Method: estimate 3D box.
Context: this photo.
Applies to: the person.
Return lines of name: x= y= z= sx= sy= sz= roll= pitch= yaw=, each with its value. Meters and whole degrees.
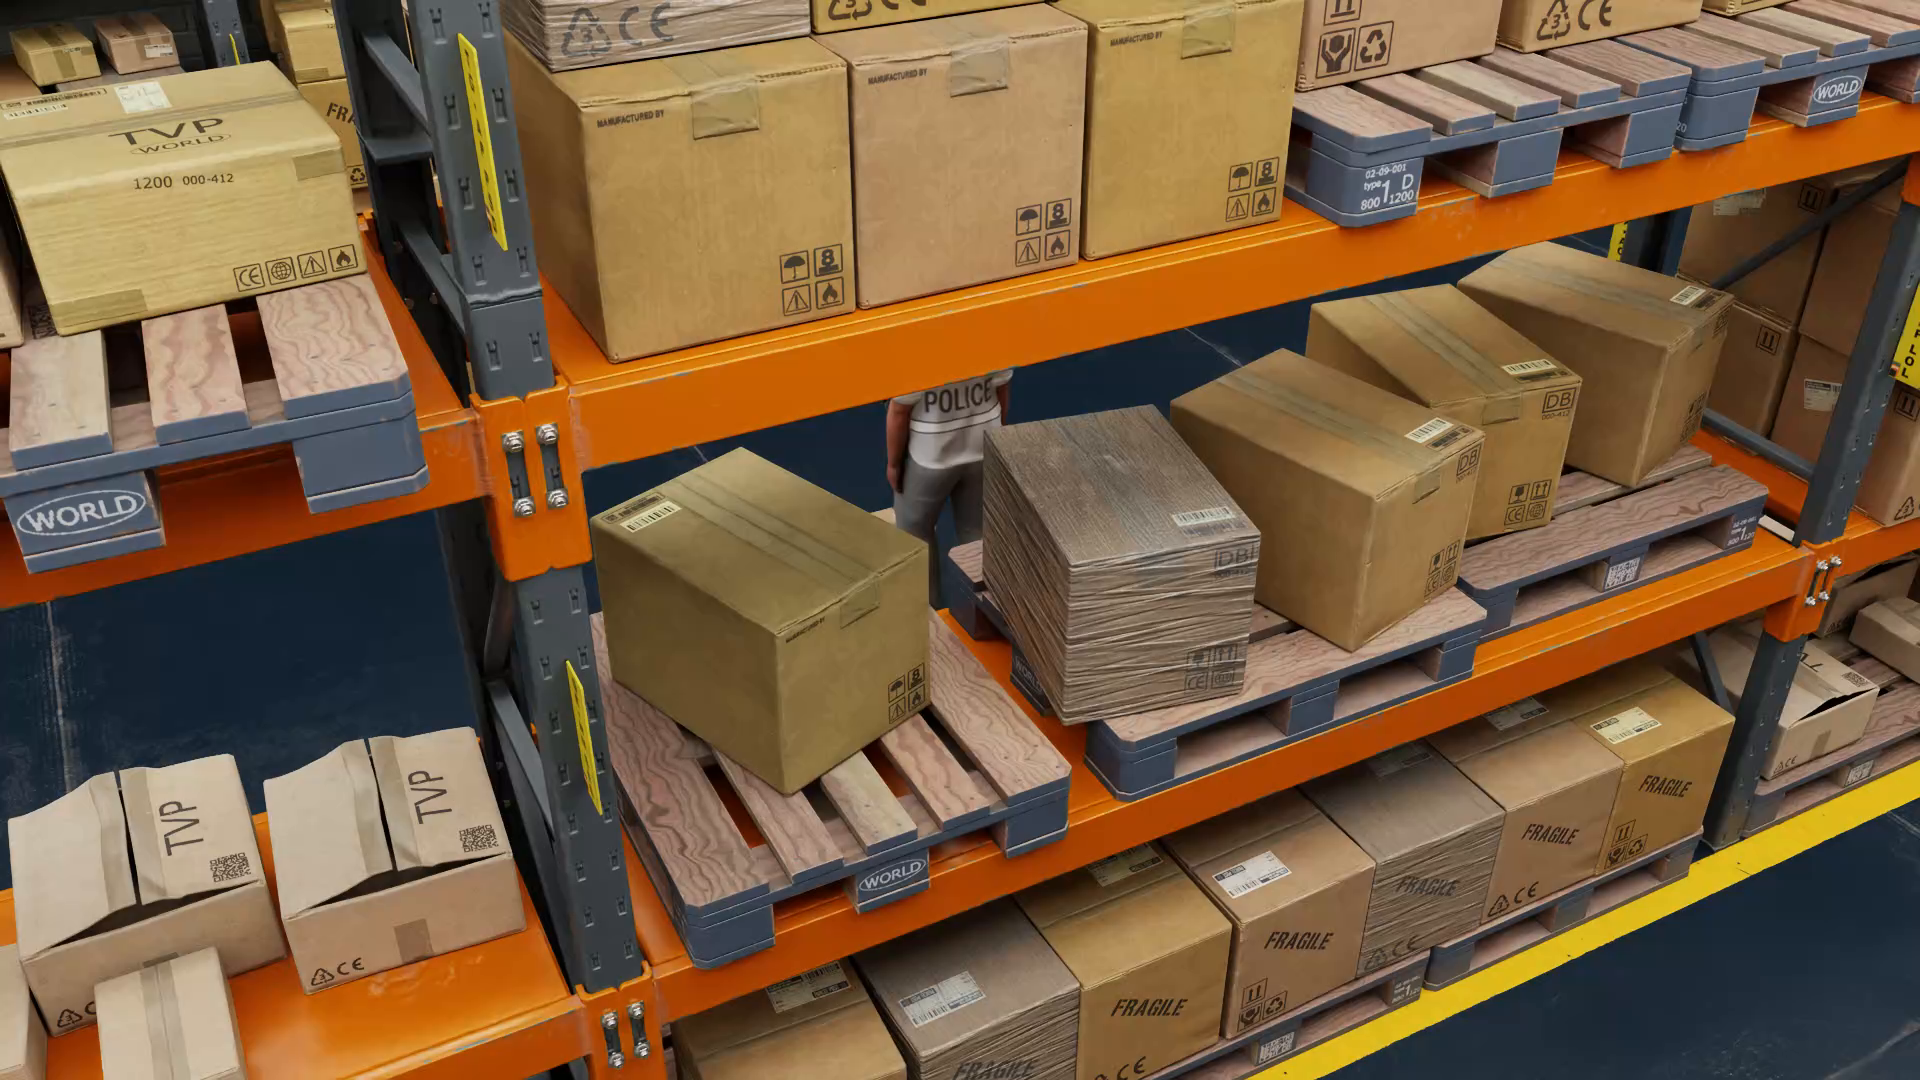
person: x=-0.067 y=-0.374 z=6.708 sx=0.527 sy=1.764 sz=0.405 roll=-15 pitch=36 yaw=-22
